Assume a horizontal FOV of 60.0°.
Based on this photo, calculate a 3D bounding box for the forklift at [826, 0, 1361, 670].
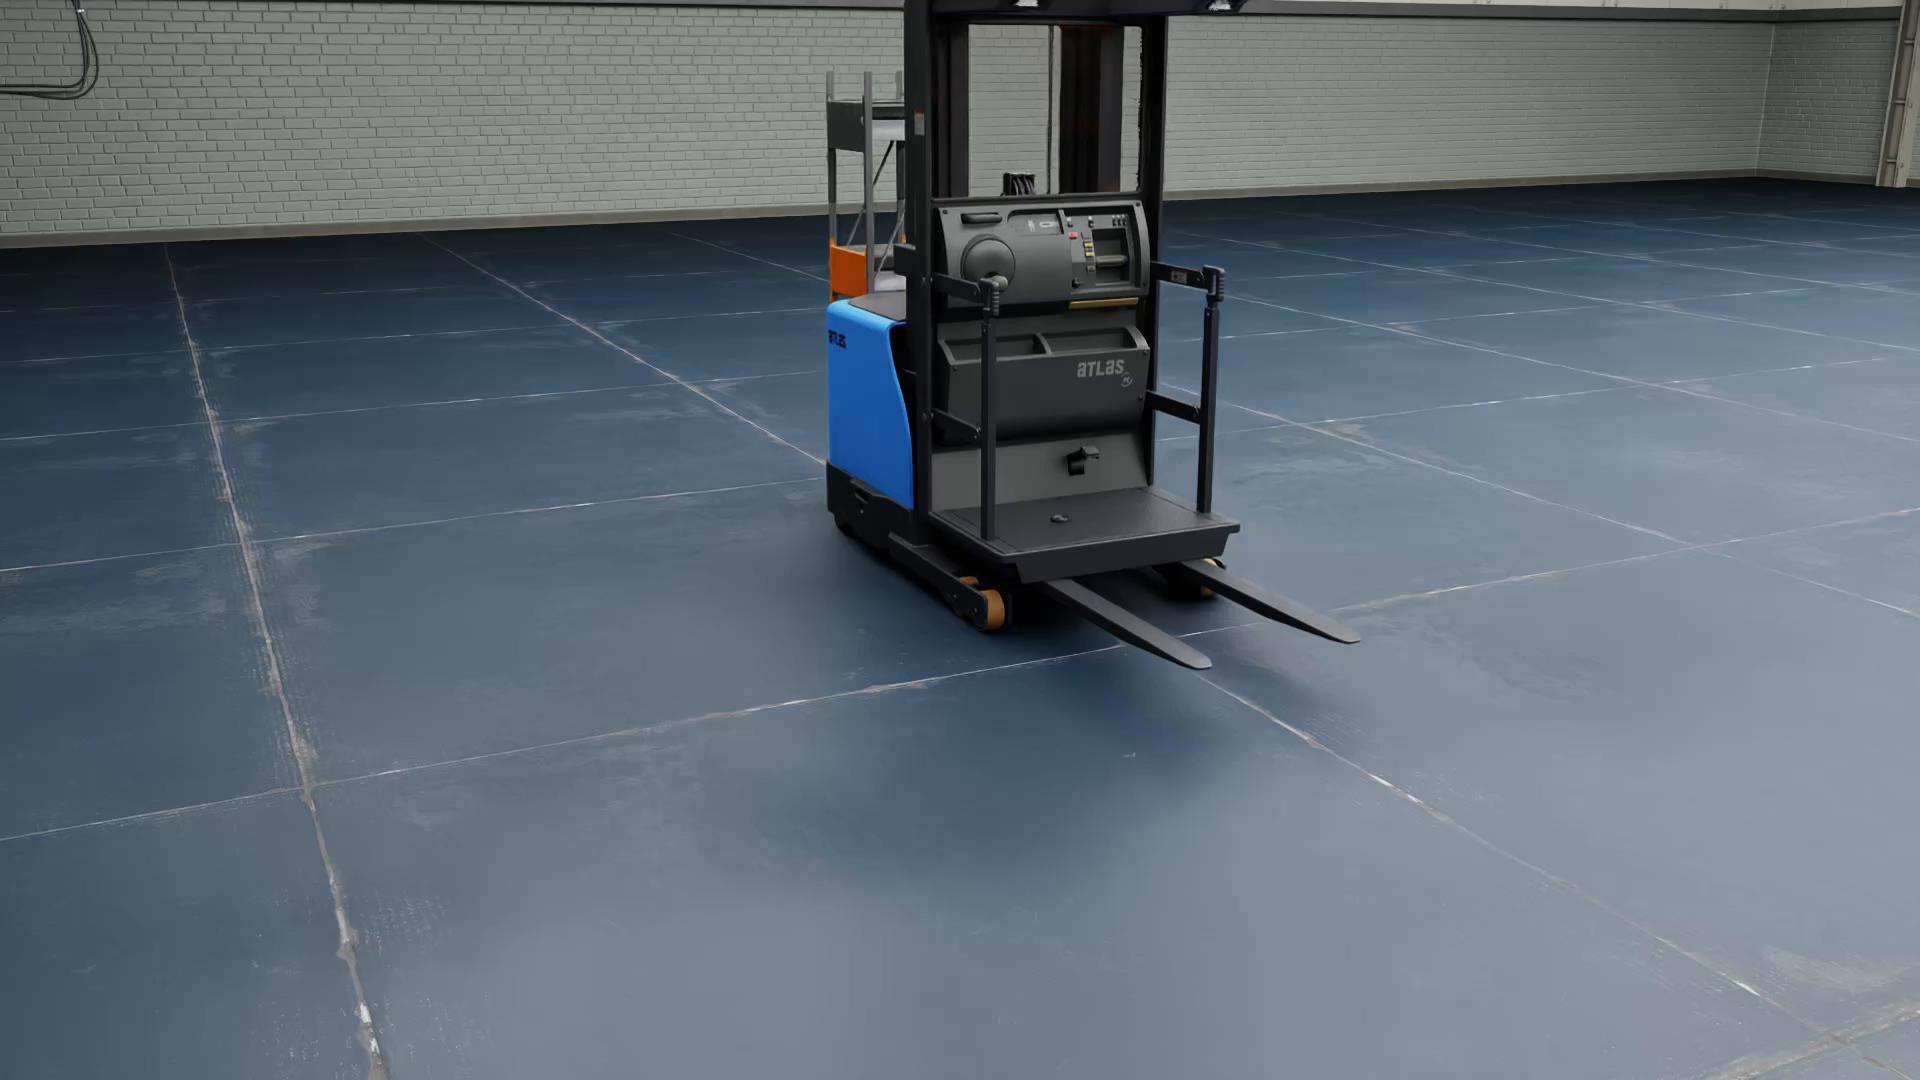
[{"bbox_3d":[0.443,-1.188,6.576,1.130,2.935,3.031,-7,18,-24],"label":"forklift"}]

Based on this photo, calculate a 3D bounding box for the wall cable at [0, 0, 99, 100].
[{"bbox_3d":[-11.661,-6.284,18.963,3.097,2.526,0.112,-8,18,-25],"label":"wall cable"}]

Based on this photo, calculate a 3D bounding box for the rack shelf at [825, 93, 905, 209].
[{"bbox_3d":[-0.362,-1.886,8.029,0.431,0.518,0.480,-7,18,-24],"label":"rack shelf"}]

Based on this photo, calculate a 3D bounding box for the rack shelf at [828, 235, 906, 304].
[{"bbox_3d":[-0.362,-1.213,8.222,0.431,0.518,0.480,-7,18,-24],"label":"rack shelf"}]

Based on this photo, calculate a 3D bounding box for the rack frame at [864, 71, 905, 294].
[{"bbox_3d":[-0.259,-1.165,8.005,0.400,2.100,0.015,-7,18,-24],"label":"rack frame"}]

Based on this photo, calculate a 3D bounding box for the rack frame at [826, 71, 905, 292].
[{"bbox_3d":[-0.466,-1.287,8.430,0.400,2.100,0.015,-7,18,-24],"label":"rack frame"}]

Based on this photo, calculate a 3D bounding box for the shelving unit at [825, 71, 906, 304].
[{"bbox_3d":[-0.362,-1.226,8.218,0.431,2.100,0.503,-7,18,-24],"label":"shelving unit"}]

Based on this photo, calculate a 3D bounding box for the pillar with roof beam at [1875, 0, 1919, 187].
[{"bbox_3d":[12.887,-10.172,26.884,9.100,9.000,0.400,-8,18,-25],"label":"pillar with roof beam"}]
